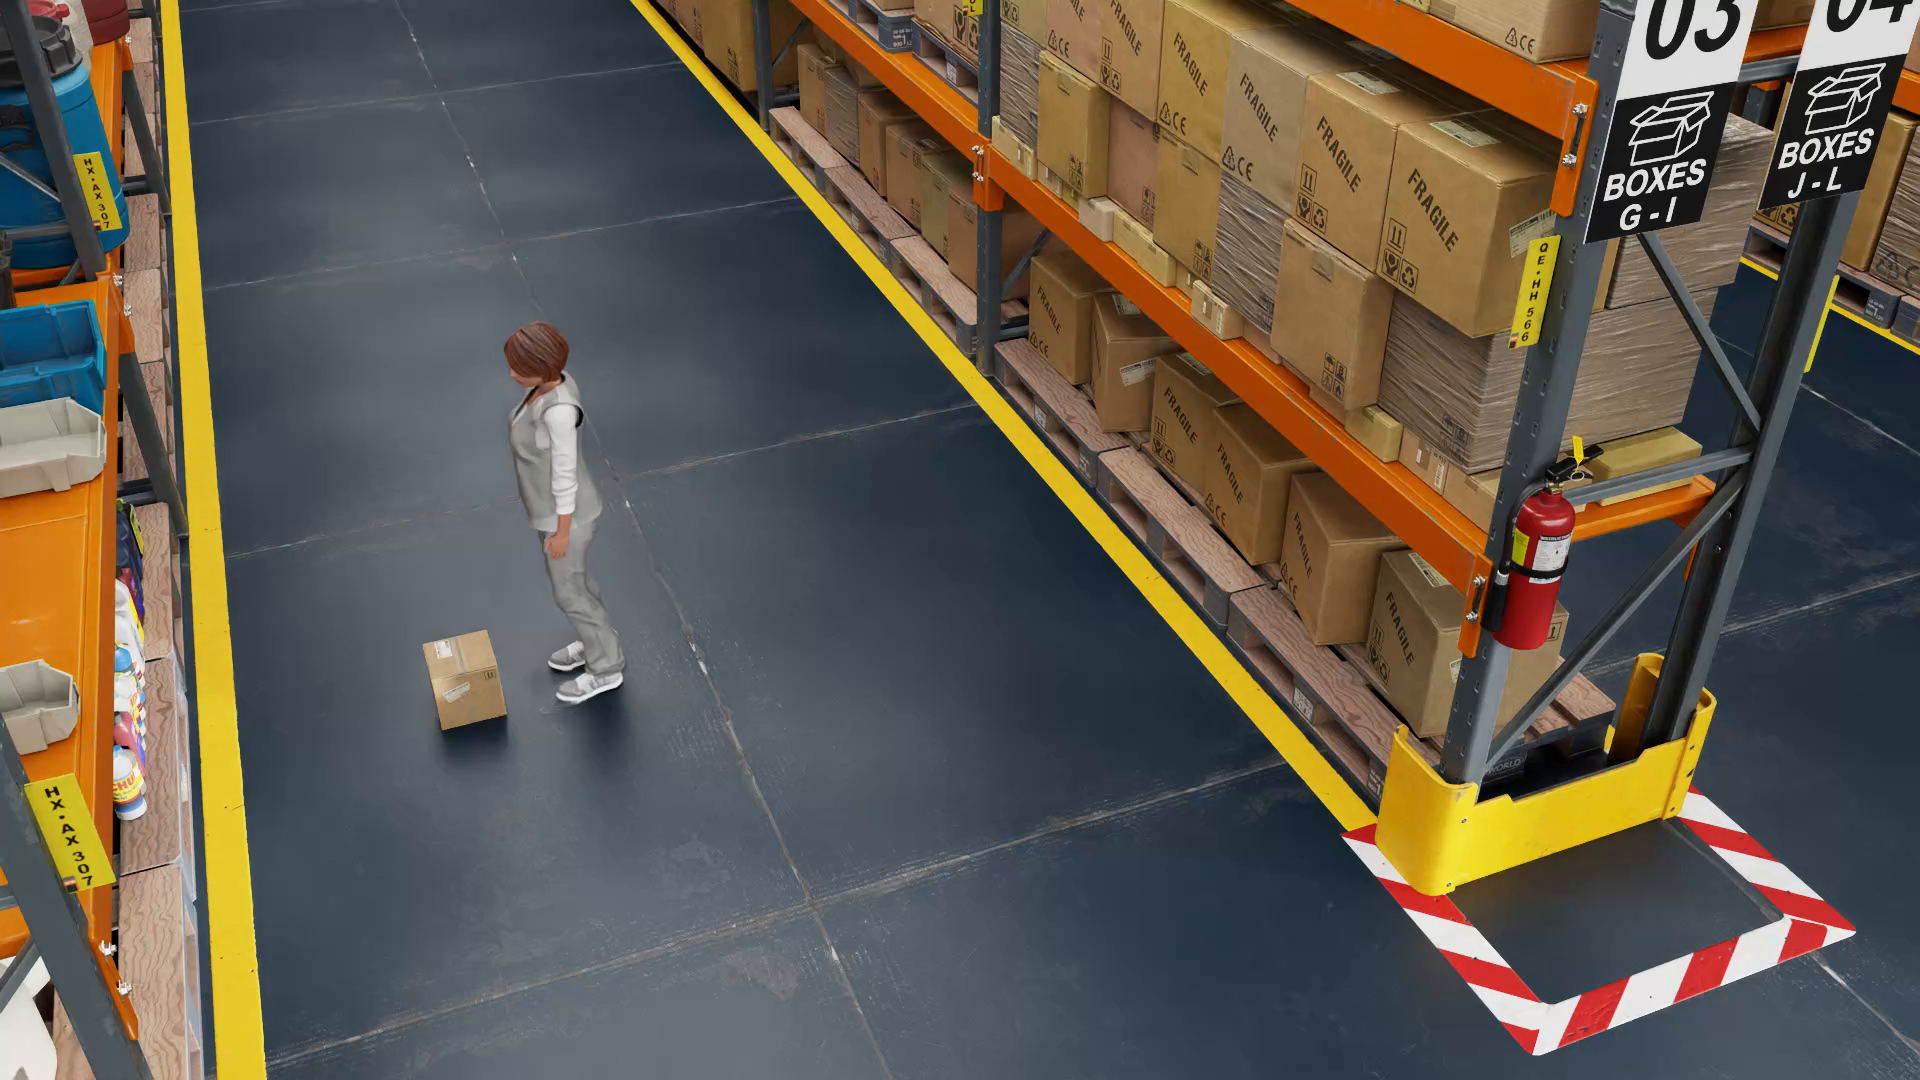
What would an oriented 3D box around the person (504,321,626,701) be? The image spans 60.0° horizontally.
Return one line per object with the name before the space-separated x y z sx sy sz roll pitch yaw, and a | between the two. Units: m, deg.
person | -1.502 -0.096 6.303 0.305 1.590 0.407 -12 36 -18
